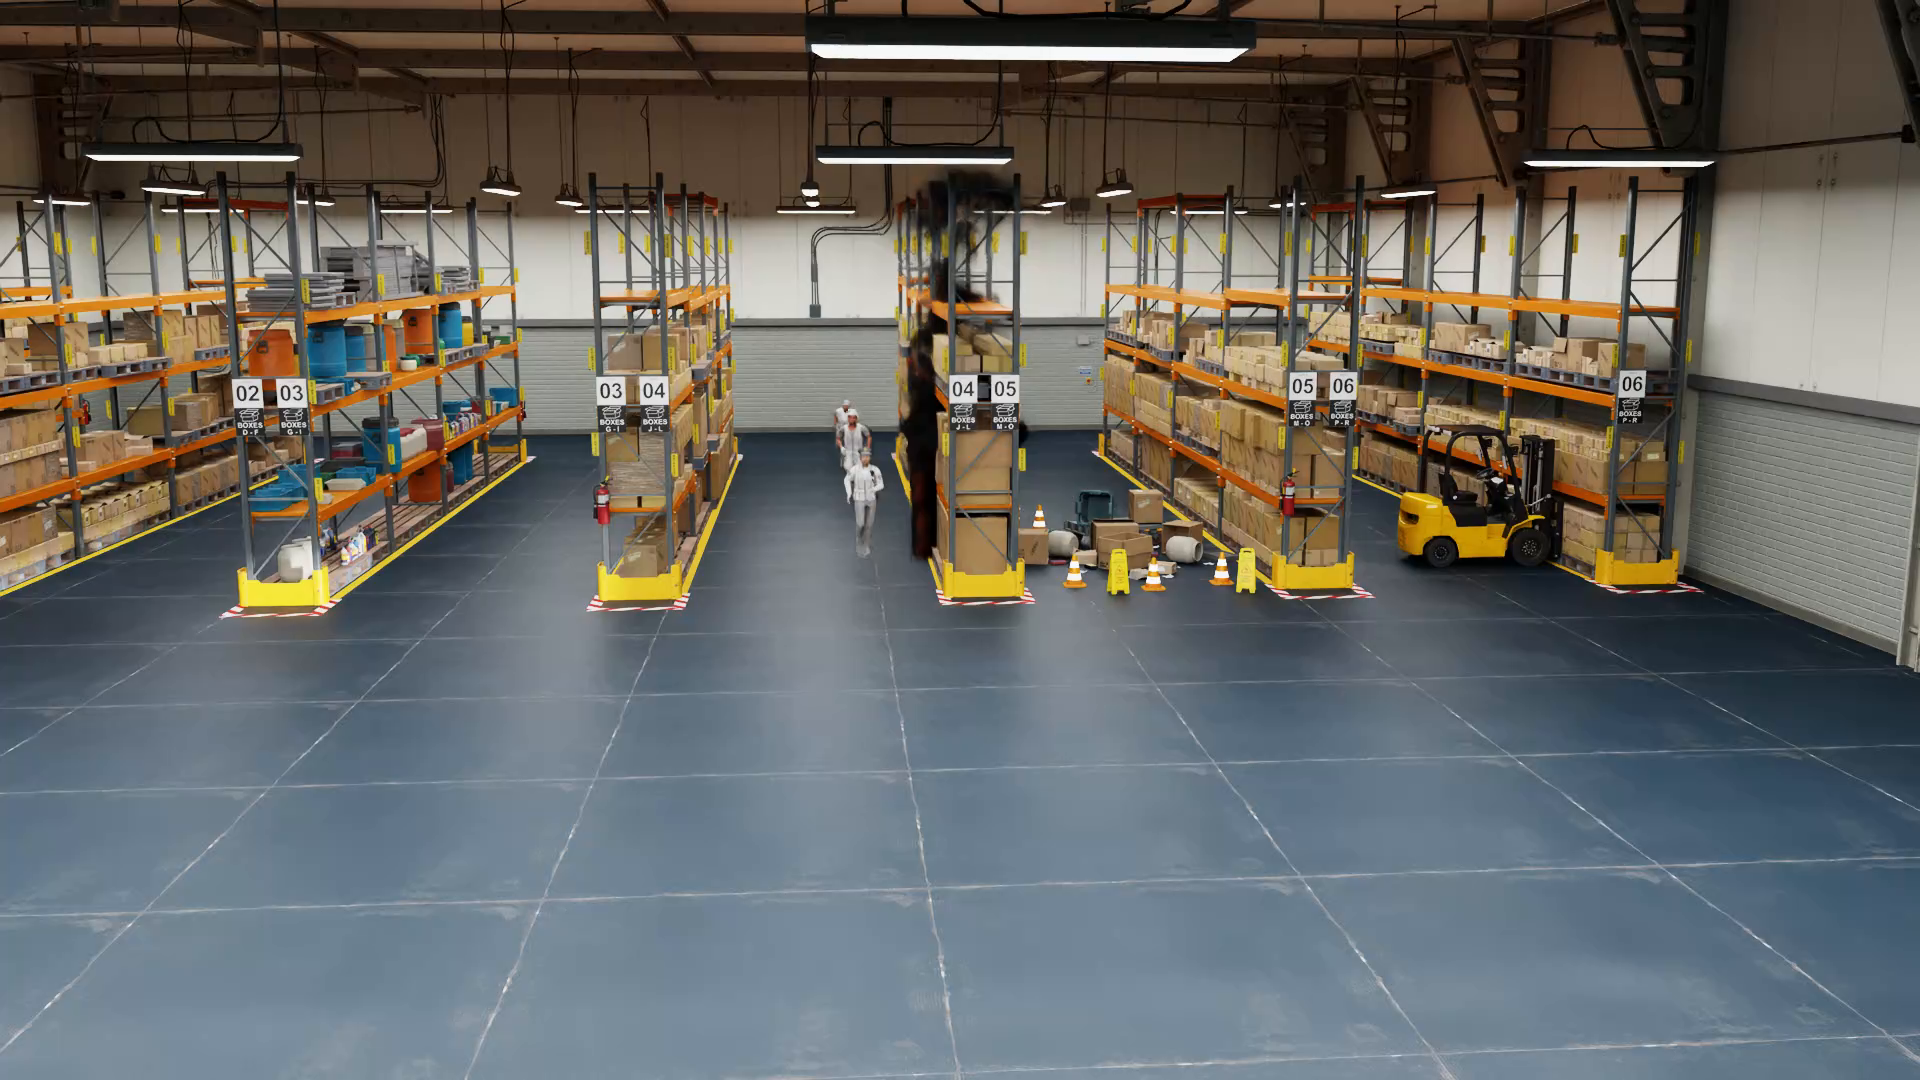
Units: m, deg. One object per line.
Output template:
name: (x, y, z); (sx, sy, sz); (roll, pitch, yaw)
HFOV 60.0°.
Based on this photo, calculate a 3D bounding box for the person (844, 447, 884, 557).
person: (-1.460, -0.578, 25.500); (0.593, 1.702, 0.620); (-1, 10, -8)

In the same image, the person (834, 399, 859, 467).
person: (-2.609, -2.460, 38.302); (0.605, 1.604, 0.835); (0, 10, 2)

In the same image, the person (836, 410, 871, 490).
person: (-2.080, -1.690, 32.588); (0.692, 1.711, 0.662); (0, 10, -2)
